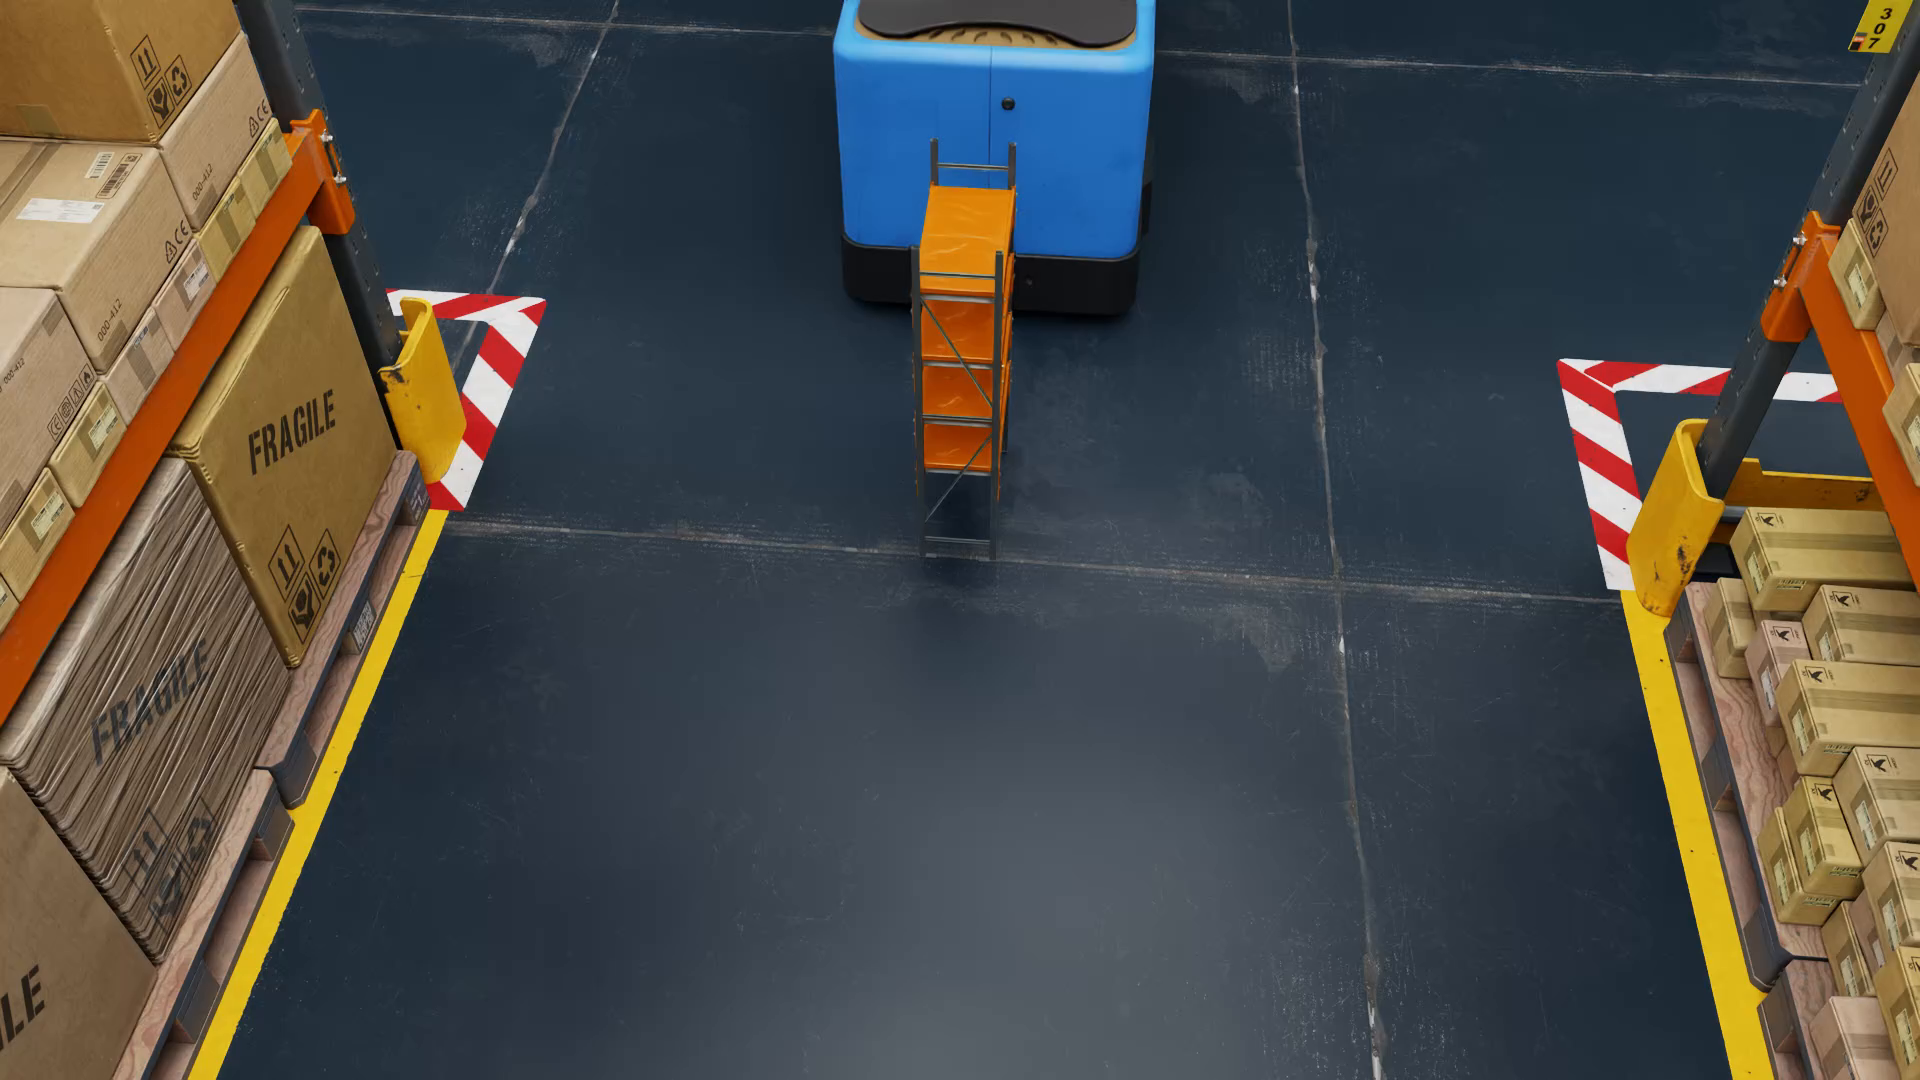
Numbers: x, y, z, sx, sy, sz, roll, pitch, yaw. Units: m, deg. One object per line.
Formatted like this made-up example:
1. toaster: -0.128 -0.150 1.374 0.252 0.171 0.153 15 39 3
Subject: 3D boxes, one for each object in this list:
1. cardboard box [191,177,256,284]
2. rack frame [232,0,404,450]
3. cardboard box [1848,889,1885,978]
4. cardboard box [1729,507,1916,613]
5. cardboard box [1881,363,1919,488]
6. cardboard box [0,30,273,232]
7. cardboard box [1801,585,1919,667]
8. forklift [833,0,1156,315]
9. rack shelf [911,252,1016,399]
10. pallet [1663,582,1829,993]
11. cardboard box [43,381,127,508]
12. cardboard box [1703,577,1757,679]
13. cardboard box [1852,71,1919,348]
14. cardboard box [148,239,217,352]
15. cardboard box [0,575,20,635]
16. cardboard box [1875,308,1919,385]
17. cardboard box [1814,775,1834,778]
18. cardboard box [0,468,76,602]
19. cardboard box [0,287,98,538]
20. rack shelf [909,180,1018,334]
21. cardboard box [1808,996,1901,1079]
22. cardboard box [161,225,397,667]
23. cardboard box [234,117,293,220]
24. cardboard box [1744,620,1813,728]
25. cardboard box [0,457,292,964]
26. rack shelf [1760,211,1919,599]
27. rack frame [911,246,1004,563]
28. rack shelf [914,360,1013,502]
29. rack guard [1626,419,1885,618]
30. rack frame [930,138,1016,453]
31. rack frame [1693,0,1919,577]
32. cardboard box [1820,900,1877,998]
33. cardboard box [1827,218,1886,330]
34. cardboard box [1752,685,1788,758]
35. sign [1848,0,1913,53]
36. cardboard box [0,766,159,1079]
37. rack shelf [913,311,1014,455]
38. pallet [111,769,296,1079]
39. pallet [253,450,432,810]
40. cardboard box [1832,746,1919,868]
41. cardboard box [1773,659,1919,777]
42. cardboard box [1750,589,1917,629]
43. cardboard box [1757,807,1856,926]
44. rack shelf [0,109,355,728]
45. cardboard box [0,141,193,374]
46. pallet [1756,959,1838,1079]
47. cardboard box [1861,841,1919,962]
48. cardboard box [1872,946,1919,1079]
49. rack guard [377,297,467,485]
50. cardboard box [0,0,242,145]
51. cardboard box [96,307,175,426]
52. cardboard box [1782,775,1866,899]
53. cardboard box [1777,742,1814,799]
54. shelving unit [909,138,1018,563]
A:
1. cardboard box: -1.983 -0.775 4.096 0.380 0.149 0.250 4 48 4
2. rack frame: -2.257 -1.334 4.438 1.000 3.000 0.127 4 48 4
3. cardboard box: 2.294 0.927 3.815 0.380 0.149 0.250 2 48 2
4. cardboard box: 2.287 0.055 4.411 0.380 0.149 0.250 2 48 2
5. cardboard box: 2.258 -0.242 3.609 0.380 0.149 0.250 3 48 2
6. cardboard box: -2.036 -1.010 4.041 0.500 0.250 0.500 3 48 3
7. cardboard box: 2.382 0.266 4.218 0.380 0.149 0.250 5 48 4
8. forklift: 0.231 -2.876 5.895 1.130 2.935 3.031 4 48 3
9. rack shelf: 0.015 -0.632 4.803 0.258 0.148 0.480 4 48 4
10. pallet: 2.557 0.665 4.499 1.003 0.211 1.213 4 48 4
11. cardboard box: -2.053 -0.215 3.584 0.380 0.149 0.250 3 48 3
12. cardboard box: 2.307 0.257 4.629 0.380 0.149 0.250 5 48 4
13. cardboard box: 2.357 -0.749 3.633 0.500 0.500 0.500 6 48 5
14. cardboard box: -2.007 -0.589 3.926 0.380 0.149 0.250 4 48 4
15. cardboard box: -2.101 0.158 3.243 0.380 0.149 0.250 5 48 4
16. cardboard box: 2.336 -0.436 3.786 0.380 0.149 0.250 5 48 5
17. cardboard box: 2.355 0.545 4.165 0.380 0.149 0.250 4 48 4
18. cardboard box: -2.076 -0.024 3.410 0.380 0.149 0.250 4 48 4
19. cardboard box: -2.129 -0.263 3.358 0.500 0.250 0.500 2 48 2
20. rack shelf: 0.015 -0.792 4.629 0.258 0.148 0.480 4 48 4
21. cardboard box: 2.179 1.190 3.776 0.380 0.149 0.250 2 48 2
22. cardboard box: -2.235 -0.283 4.632 0.875 0.875 0.875 4 48 4
23. cardboard box: -1.961 -0.966 4.271 0.380 0.149 0.250 5 48 4
24. cardboard box: 2.289 0.359 4.335 0.380 0.149 0.250 4 48 3
25. cardboard box: -2.318 0.385 4.020 0.875 0.875 0.875 4 48 4
26. rack shelf: 2.491 0.786 2.986 1.077 0.370 4.000 4 48 4
27. rack frame: -0.007 -0.347 4.755 0.240 1.200 0.015 4 48 4
28. rack shelf: 0.015 -0.347 5.115 0.258 0.148 0.480 4 48 4
29. rack guard: 2.667 -0.027 4.936 1.175 0.500 0.348 4 48 4
30. rack frame: 0.037 -0.706 5.083 0.240 1.200 0.015 4 48 4
31. rack frame: 2.673 -0.926 4.065 1.000 3.000 0.127 4 48 4
32. cardboard box: 2.288 1.013 3.939 0.380 0.149 0.250 4 48 4
33. cardboard box: 2.318 -0.626 3.960 0.380 0.149 0.250 4 48 3
34. cardboard box: 2.365 0.455 4.448 0.380 0.149 0.250 4 48 3
35. sign: 2.133 -1.255 3.778 0.100 0.325 0.005 4 48 4
36. cardboard box: -2.399 1.039 3.422 0.875 0.875 0.875 4 48 4
37. rack shelf: 0.015 -0.481 4.968 0.258 0.148 0.480 4 48 4
38. pallet: -2.365 1.094 4.107 1.003 0.211 1.213 4 48 4
39. pallet: -2.252 0.200 4.924 1.003 0.211 1.213 4 48 4
40. cardboard box: 2.291 0.630 3.885 0.380 0.149 0.250 2 48 2
41. cardboard box: 2.232 0.443 4.057 0.380 0.149 0.250 4 48 3
42. cardboard box: 2.370 0.161 4.516 0.380 0.149 0.250 6 48 5
43. cardboard box: 2.216 0.819 4.116 0.380 0.149 0.250 4 48 4
44. rack shelf: -2.439 0.378 3.359 1.077 0.370 4.000 4 48 4
45. cardboard box: -2.083 -0.637 3.700 0.500 0.250 0.500 3 48 3
46. pallet: 2.444 1.559 3.681 1.003 0.211 1.213 4 48 4
47. cardboard box: 2.257 0.833 3.699 0.380 0.149 0.250 6 48 5
48. cardboard box: 2.187 1.024 3.525 0.380 0.149 0.250 5 48 4
49. rack guard: -2.254 -0.508 5.376 1.175 0.500 0.348 4 48 4
50. cardboard box: -2.039 -1.261 3.763 0.500 0.500 0.500 4 48 4
51. cardboard box: -2.031 -0.406 3.759 0.380 0.149 0.250 5 48 4
52. cardboard box: 2.223 0.726 3.999 0.380 0.149 0.250 5 48 5
53. cardboard box: 2.349 0.638 4.281 0.380 0.149 0.250 4 48 4
54. shelving unit: 0.015 -0.527 4.919 0.258 1.200 0.503 4 48 4
